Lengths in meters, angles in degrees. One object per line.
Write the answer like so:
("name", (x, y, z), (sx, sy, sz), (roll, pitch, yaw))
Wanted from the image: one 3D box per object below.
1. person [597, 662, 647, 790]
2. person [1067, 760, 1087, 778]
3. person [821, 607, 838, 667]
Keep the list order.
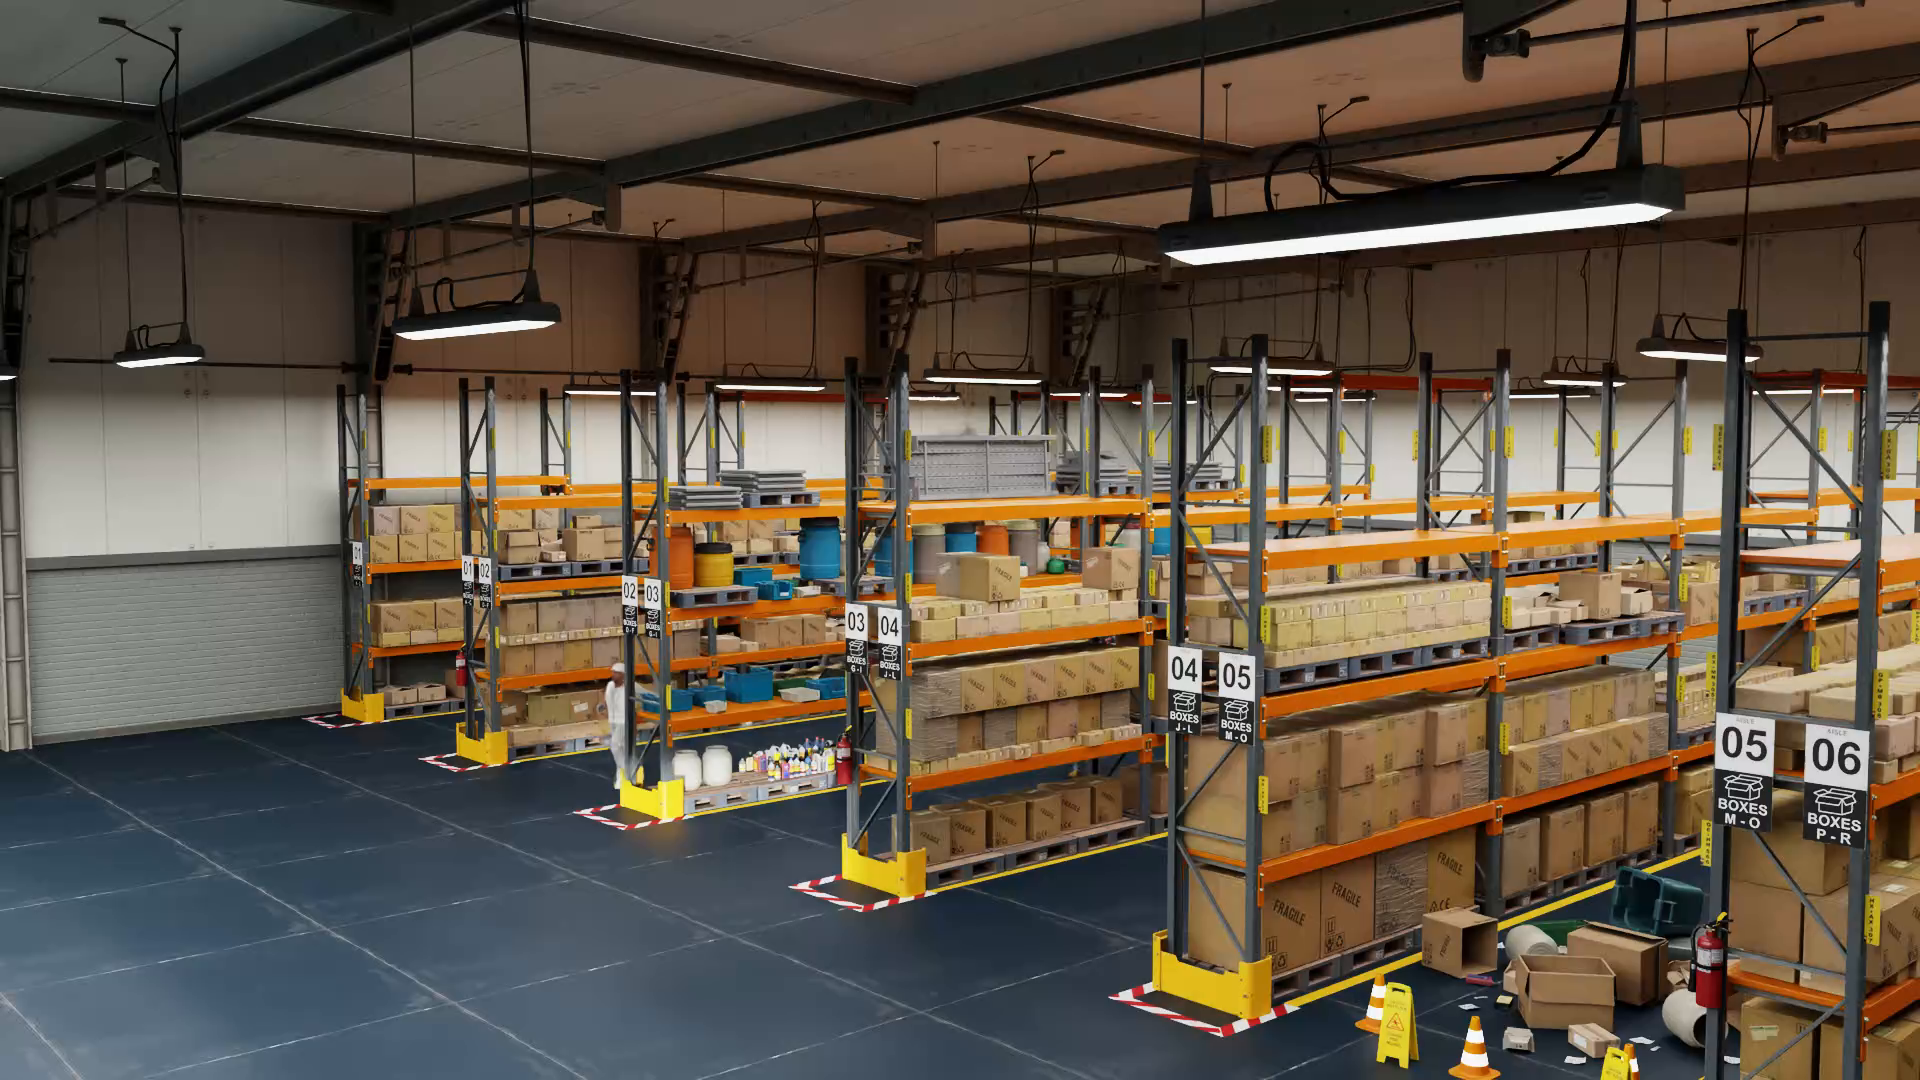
("person", (-4.914, 2.695, 24.148), (0.707, 1.846, 0.751), (3, 5, 38))
("person", (1.840, 2.673, 24.900), (0.700, 1.731, 0.712), (3, 5, 35))
("person", (-2.689, 2.152, 33.690), (0.538, 1.598, 0.873), (3, 5, 36))
